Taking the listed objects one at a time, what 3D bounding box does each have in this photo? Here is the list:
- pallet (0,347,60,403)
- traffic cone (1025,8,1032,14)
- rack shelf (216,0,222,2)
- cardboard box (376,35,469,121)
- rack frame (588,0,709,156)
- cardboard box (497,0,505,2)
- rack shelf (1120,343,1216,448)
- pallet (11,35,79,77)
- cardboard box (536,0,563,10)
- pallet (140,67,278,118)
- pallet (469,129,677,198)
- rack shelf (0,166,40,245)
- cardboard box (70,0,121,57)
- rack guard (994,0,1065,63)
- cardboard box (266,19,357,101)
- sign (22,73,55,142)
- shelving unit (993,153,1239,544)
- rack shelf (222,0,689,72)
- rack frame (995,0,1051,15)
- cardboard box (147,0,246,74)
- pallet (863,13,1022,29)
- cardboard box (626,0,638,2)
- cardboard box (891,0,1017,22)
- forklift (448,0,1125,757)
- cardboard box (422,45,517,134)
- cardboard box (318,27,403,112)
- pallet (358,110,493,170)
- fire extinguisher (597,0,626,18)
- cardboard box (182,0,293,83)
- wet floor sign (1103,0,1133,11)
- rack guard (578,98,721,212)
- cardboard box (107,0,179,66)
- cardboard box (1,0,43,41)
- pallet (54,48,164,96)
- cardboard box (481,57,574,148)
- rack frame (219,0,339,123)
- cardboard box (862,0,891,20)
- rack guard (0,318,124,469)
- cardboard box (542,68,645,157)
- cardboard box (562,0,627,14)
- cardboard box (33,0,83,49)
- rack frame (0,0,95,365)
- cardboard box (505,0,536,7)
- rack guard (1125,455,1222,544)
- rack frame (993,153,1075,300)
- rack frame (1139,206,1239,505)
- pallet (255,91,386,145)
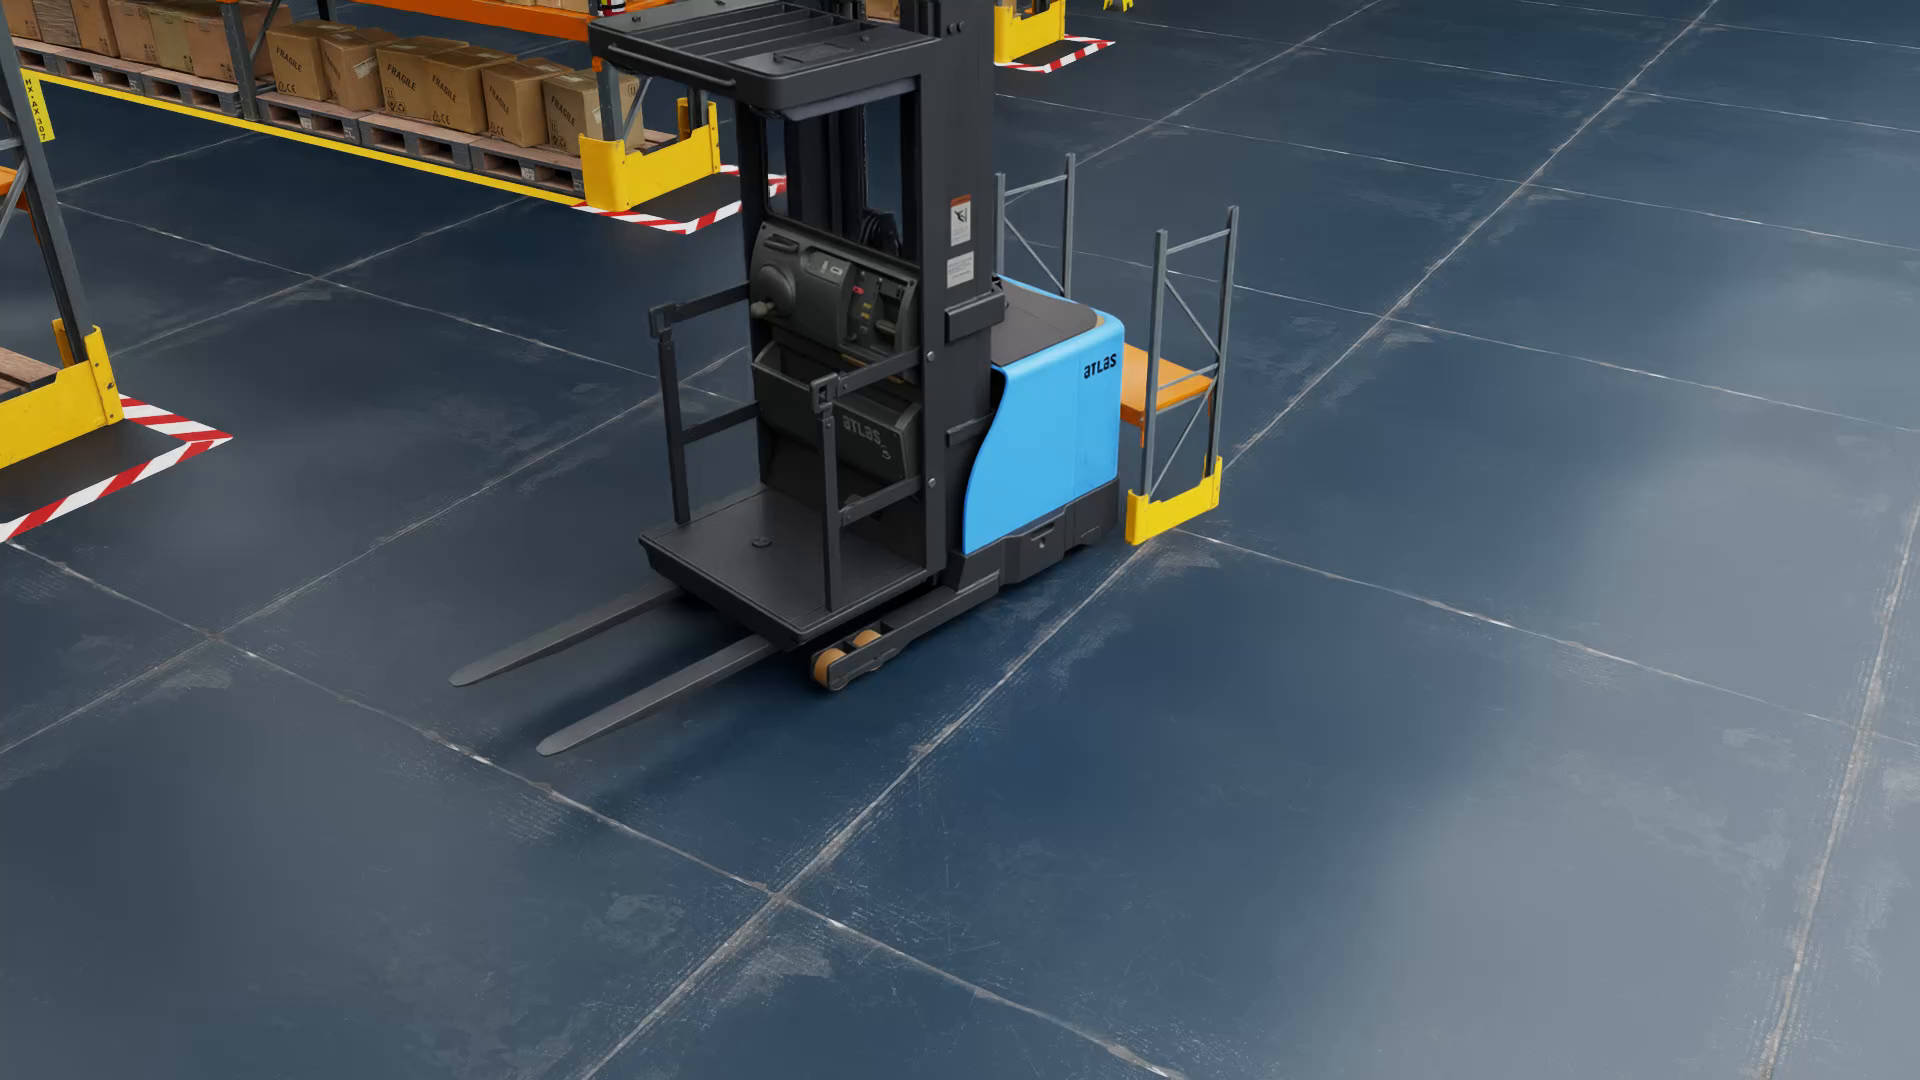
[{"bbox_3d":[-5.576,-0.768,8.856,1.213,0.211,1.003,18,35,27],"label":"pallet"},{"bbox_3d":[0.859,-5.608,16.904,0.334,0.463,0.336,18,35,27],"label":"traffic cone"},{"bbox_3d":[-7.250,-5.162,14.336,4.000,0.370,1.077,18,35,27],"label":"rack shelf"},{"bbox_3d":[-4.182,-3.632,13.062,0.500,0.500,0.500,14,33,23],"label":"cardboard box"},{"bbox_3d":[-2.168,-3.866,11.400,0.127,3.000,1.000,18,35,27],"label":"rack frame"},{"bbox_3d":[-3.174,-3.931,11.761,0.250,0.149,0.380,18,35,27],"label":"cardboard box"},{"bbox_3d":[0.688,-0.767,7.934,0.538,0.185,1.000,-24,38,-35],"label":"rack shelf"},{"bbox_3d":[-8.283,-4.594,15.416,1.213,0.211,1.003,18,35,27],"label":"pallet"},{"bbox_3d":[-2.731,-3.813,11.558,0.250,0.149,0.380,18,35,27],"label":"cardboard box"},{"bbox_3d":[-6.216,-3.941,14.296,1.213,0.211,1.003,18,35,27],"label":"pallet"},{"bbox_3d":[-2.902,-2.914,12.536,1.213,0.211,1.003,18,35,27],"label":"pallet"},{"bbox_3d":[-6.495,-1.977,8.876,4.000,0.370,1.077,18,35,27],"label":"rack shelf"},{"bbox_3d":[-7.406,-4.656,14.799,0.500,0.500,0.700,21,36,31],"label":"cardboard box"},{"bbox_3d":[0.574,-4.869,15.601,0.348,0.500,1.175,18,35,27],"label":"rack guard"},{"bbox_3d":[-5.239,-3.915,13.548,0.500,0.500,0.500,16,34,26],"label":"cardboard box"},{"bbox_3d":[-4.505,-2.105,8.107,0.005,0.325,0.100,18,35,27],"label":"sign"},{"bbox_3d":[0.682,-0.926,7.849,0.587,1.500,1.083,-24,38,-35],"label":"shelving unit"},{"bbox_3d":[-3.862,-4.091,12.499,4.000,0.370,1.077,18,35,27],"label":"rack shelf"},{"bbox_3d":[0.554,-5.956,14.982,0.127,3.000,1.000,18,35,27],"label":"rack frame"},{"bbox_3d":[-6.459,-4.357,14.286,0.500,0.500,0.700,17,34,27],"label":"cardboard box"},{"bbox_3d":[-0.165,-4.932,15.994,1.213,0.211,1.003,18,35,27],"label":"pallet"},{"bbox_3d":[-2.283,-3.935,11.768,0.250,0.149,0.380,18,35,27],"label":"cardboard box"},{"bbox_3d":[-0.055,-5.373,15.674,0.875,0.875,0.875,18,35,28],"label":"cardboard box"},{"bbox_3d":[-0.660,-0.953,6.475,3.031,2.935,1.130,-27,39,-38],"label":"forklift"},{"bbox_3d":[-3.733,-3.463,12.773,0.500,0.500,0.500,21,36,32],"label":"cardboard box"},{"bbox_3d":[-4.750,-3.765,13.290,0.500,0.500,0.500,-23,37,-33],"label":"cardboard box"},{"bbox_3d":[-3.931,-3.242,13.097,1.213,0.211,1.003,18,35,27],"label":"pallet"},{"bbox_3d":[-2.316,-3.605,11.029,0.183,0.674,0.296,18,35,27],"label":"fire extinguisher"},{"bbox_3d":[-6.065,-4.221,14.053,0.500,0.500,0.700,15,33,24],"label":"cardboard box"},{"bbox_3d":[1.631,-5.776,17.010,0.232,0.644,0.267,12,32,19],"label":"wet floor sign"},{"bbox_3d":[-2.233,-2.806,12.064,0.348,0.500,1.175,18,35,27],"label":"rack guard"},{"bbox_3d":[-6.933,-4.507,14.543,0.500,0.500,0.700,14,33,23],"label":"cardboard box"},{"bbox_3d":[-8.366,-4.948,15.299,0.500,0.500,0.700,16,34,25],"label":"cardboard box"},{"bbox_3d":[-7.254,-4.267,14.855,1.213,0.211,1.003,18,35,27],"label":"pallet"},{"bbox_3d":[-3.213,-3.287,12.472,0.500,0.500,0.500,-25,38,-36],"label":"cardboard box"},{"bbox_3d":[-5.556,-4.937,13.236,0.127,3.000,1.000,18,35,27],"label":"rack frame"},{"bbox_3d":[-0.802,-5.608,16.077,0.875,0.875,0.875,17,34,27],"label":"cardboard box"},{"bbox_3d":[-4.891,-0.672,8.406,0.348,0.500,1.175,18,35,27],"label":"rack guard"},{"bbox_3d":[-2.688,-3.142,12.223,0.500,0.500,0.500,25,39,36],"label":"cardboard box"},{"bbox_3d":[-2.519,-3.746,11.443,0.250,0.149,0.380,18,35,27],"label":"cardboard box"},{"bbox_3d":[-7.889,-4.805,15.054,0.500,0.500,0.700,15,33,23],"label":"cardboard box"},{"bbox_3d":[-4.801,-1.752,7.776,0.127,3.000,1.000,18,35,27],"label":"rack frame"},{"bbox_3d":[-2.970,-3.858,11.635,0.250,0.149,0.380,18,35,27],"label":"cardboard box"},{"bbox_3d":[1.010,-0.197,7.840,0.587,0.250,0.087,-24,38,-35],"label":"rack guard"},{"bbox_3d":[0.353,-1.116,8.174,0.500,1.500,0.032,-24,38,-35],"label":"rack frame"},{"bbox_3d":[1.022,-0.730,7.513,0.500,1.500,0.032,-24,38,-35],"label":"rack frame"},{"bbox_3d":[-4.969,-3.568,13.657,1.213,0.211,1.003,18,35,27],"label":"pallet"}]
